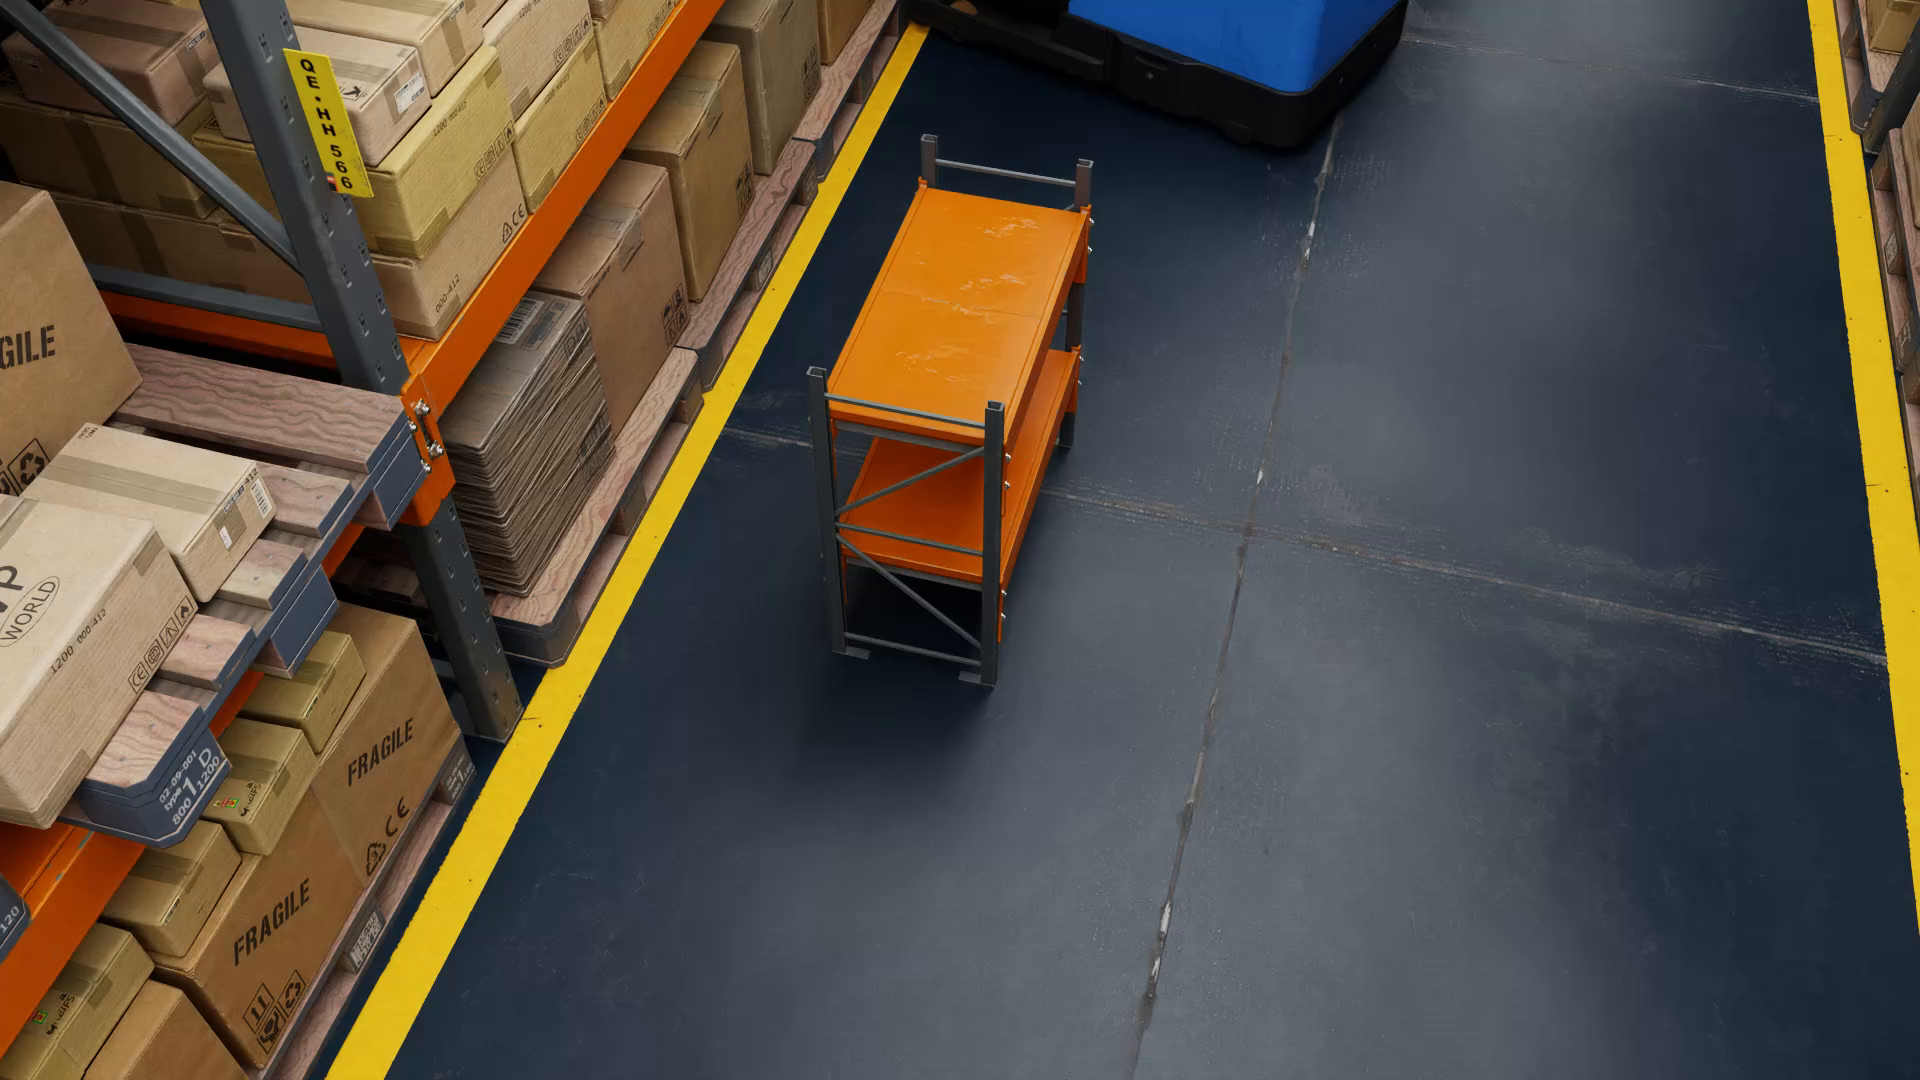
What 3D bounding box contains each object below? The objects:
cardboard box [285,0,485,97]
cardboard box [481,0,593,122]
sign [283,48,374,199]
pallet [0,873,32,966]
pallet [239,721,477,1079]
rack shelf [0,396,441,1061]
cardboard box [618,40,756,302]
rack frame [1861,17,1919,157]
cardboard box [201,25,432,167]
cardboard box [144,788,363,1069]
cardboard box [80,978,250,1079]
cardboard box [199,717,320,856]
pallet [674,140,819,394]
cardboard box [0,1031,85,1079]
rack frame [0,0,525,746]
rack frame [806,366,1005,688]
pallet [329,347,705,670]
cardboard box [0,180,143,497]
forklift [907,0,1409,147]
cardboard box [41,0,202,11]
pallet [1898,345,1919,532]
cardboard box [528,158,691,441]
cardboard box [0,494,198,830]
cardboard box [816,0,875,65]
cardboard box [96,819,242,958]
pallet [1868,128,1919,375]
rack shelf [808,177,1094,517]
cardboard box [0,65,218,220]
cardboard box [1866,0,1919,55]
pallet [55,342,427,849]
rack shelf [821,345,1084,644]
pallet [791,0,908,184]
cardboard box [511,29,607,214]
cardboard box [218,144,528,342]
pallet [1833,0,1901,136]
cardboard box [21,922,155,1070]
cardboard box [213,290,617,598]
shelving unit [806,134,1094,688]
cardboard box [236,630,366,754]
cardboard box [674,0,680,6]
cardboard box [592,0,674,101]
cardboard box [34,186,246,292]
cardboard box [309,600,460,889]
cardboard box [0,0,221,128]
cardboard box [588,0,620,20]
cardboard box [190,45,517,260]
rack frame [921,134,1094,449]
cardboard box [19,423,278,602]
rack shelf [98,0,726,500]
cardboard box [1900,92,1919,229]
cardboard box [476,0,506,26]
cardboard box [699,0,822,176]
[{"bbox_3d":[-1.320,-1.164,3.778,0.380,0.149,0.250,13,50,11],"label":"cardboard box"},{"bbox_3d":[-1.272,-1.301,4.164,0.500,0.250,0.500,13,50,11],"label":"cardboard box"},{"bbox_3d":[-1.231,-0.808,3.243,0.100,0.325,0.005,12,50,10],"label":"sign"},{"bbox_3d":[-2.265,0.920,2.565,1.003,0.211,1.213,12,50,10],"label":"pallet"},{"bbox_3d":[-1.990,0.904,4.311,1.003,0.211,1.213,12,50,10],"label":"pallet"},{"bbox_3d":[-2.284,1.134,2.728,1.077,0.370,4.000,12,50,10],"label":"rack shelf"},{"bbox_3d":[-1.239,-1.314,5.713,0.875,0.625,0.625,10,49,8],"label":"cardboard box"},{"bbox_3d":[4.085,-2.467,5.427,1.000,3.000,0.127,12,50,10],"label":"rack frame"},{"bbox_3d":[-1.389,-0.971,3.607,0.380,0.149,0.250,13,50,11],"label":"cardboard box"},{"bbox_3d":[-1.803,0.846,3.890,0.500,0.500,0.500,11,49,9],"label":"cardboard box"},{"bbox_3d":[-1.938,1.225,3.556,0.500,0.500,0.500,14,50,12],"label":"cardboard box"},{"bbox_3d":[-1.685,0.533,3.733,0.380,0.149,0.250,9,49,8],"label":"cardboard box"},{"bbox_3d":[-1.180,-1.096,6.076,1.003,0.211,1.213,12,50,10],"label":"pallet"},{"bbox_3d":[-1.975,1.078,3.253,0.380,0.149,0.250,11,49,9],"label":"cardboard box"},{"bbox_3d":[-1.757,-0.551,3.736,1.000,3.000,0.127,12,50,10],"label":"rack frame"},{"bbox_3d":[-0.136,0.000,4.499,0.500,1.125,0.032,12,50,10],"label":"rack frame"},{"bbox_3d":[-1.503,-0.216,5.300,1.003,0.211,1.213,12,50,10],"label":"pallet"},{"bbox_3d":[-2.044,-0.381,3.239,0.500,0.500,0.500,14,50,12],"label":"cardboard box"},{"bbox_3d":[0.362,-3.403,6.298,3.031,2.935,1.130,28,54,22],"label":"forklift"},{"bbox_3d":[-1.906,-1.285,3.884,0.380,0.149,0.250,13,50,11],"label":"cardboard box"},{"bbox_3d":[3.562,-0.096,5.194,1.003,0.211,1.213,12,50,10],"label":"pallet"},{"bbox_3d":[-1.416,-0.827,5.283,0.875,0.625,0.625,13,50,11],"label":"cardboard box"},{"bbox_3d":[-1.723,0.187,2.904,0.500,0.250,0.500,9,49,8],"label":"cardboard box"},{"bbox_3d":[-0.831,-2.418,6.687,0.875,0.625,0.625,14,50,12],"label":"cardboard box"},{"bbox_3d":[-1.797,0.715,3.573,0.380,0.149,0.250,10,49,9],"label":"cardboard box"},{"bbox_3d":[3.881,-0.981,5.975,1.003,0.211,1.213,12,50,10],"label":"pallet"},{"bbox_3d":[-0.002,-0.561,4.605,0.538,0.278,1.000,12,50,10],"label":"rack shelf"},{"bbox_3d":[-1.907,-1.046,3.939,0.500,0.250,0.500,13,50,11],"label":"cardboard box"},{"bbox_3d":[3.981,-2.177,6.725,0.500,0.250,0.500,14,50,12],"label":"cardboard box"},{"bbox_3d":[-1.868,0.017,3.363,1.213,0.211,1.003,12,50,10],"label":"pallet"},{"bbox_3d":[-0.002,-0.206,5.007,0.538,0.278,1.000,12,50,10],"label":"rack shelf"},{"bbox_3d":[-0.861,-1.981,6.857,1.003,0.211,1.213,12,50,10],"label":"pallet"},{"bbox_3d":[-1.268,-1.137,4.353,0.500,0.250,0.500,11,49,9],"label":"cardboard box"},{"bbox_3d":[-1.405,-0.774,4.032,0.500,0.250,0.500,12,50,10],"label":"cardboard box"},{"bbox_3d":[4.228,-2.037,6.907,1.003,0.211,1.213,12,50,10],"label":"pallet"},{"bbox_3d":[-1.910,0.897,3.412,0.380,0.149,0.250,13,50,11],"label":"cardboard box"},{"bbox_3d":[-1.580,-0.352,4.864,0.875,0.625,0.625,13,50,11],"label":"cardboard box"},{"bbox_3d":[-0.002,-0.367,4.824,0.538,1.125,1.048,12,50,10],"label":"shelving unit"},{"bbox_3d":[-1.643,0.330,3.913,0.380,0.149,0.250,9,49,8],"label":"cardboard box"},{"bbox_3d":[-1.001,-1.886,5.014,0.500,0.250,0.500,13,50,11],"label":"cardboard box"},{"bbox_3d":[-1.139,-1.511,4.683,0.500,0.250,0.500,10,49,9],"label":"cardboard box"},{"bbox_3d":[-1.886,-0.877,4.123,0.500,0.250,0.500,11,49,9],"label":"cardboard box"},{"bbox_3d":[-1.661,0.486,4.208,0.500,0.500,0.500,13,50,11],"label":"cardboard box"},{"bbox_3d":[-1.867,-1.074,3.698,0.380,0.149,0.250,13,50,11],"label":"cardboard box"},{"bbox_3d":[-1.117,-1.676,4.495,0.500,0.250,0.500,10,49,9],"label":"cardboard box"},{"bbox_3d":[-1.381,-0.934,3.841,0.500,0.250,0.500,12,50,10],"label":"cardboard box"},{"bbox_3d":[0.132,-0.735,5.148,0.500,1.125,0.032,12,50,10],"label":"rack frame"},{"bbox_3d":[-1.560,-0.056,3.186,0.380,0.149,0.250,12,50,11],"label":"cardboard box"},{"bbox_3d":[-1.231,-1.759,5.282,1.077,0.370,4.000,12,50,10],"label":"rack shelf"},{"bbox_3d":[3.949,-1.357,5.919,0.950,0.372,0.625,12,50,11],"label":"cardboard box"},{"bbox_3d":[-1.278,-1.355,3.946,0.380,0.149,0.250,13,50,11],"label":"cardboard box"},{"bbox_3d":[-1.043,-1.858,6.193,0.875,0.625,0.625,11,50,10],"label":"cardboard box"}]
